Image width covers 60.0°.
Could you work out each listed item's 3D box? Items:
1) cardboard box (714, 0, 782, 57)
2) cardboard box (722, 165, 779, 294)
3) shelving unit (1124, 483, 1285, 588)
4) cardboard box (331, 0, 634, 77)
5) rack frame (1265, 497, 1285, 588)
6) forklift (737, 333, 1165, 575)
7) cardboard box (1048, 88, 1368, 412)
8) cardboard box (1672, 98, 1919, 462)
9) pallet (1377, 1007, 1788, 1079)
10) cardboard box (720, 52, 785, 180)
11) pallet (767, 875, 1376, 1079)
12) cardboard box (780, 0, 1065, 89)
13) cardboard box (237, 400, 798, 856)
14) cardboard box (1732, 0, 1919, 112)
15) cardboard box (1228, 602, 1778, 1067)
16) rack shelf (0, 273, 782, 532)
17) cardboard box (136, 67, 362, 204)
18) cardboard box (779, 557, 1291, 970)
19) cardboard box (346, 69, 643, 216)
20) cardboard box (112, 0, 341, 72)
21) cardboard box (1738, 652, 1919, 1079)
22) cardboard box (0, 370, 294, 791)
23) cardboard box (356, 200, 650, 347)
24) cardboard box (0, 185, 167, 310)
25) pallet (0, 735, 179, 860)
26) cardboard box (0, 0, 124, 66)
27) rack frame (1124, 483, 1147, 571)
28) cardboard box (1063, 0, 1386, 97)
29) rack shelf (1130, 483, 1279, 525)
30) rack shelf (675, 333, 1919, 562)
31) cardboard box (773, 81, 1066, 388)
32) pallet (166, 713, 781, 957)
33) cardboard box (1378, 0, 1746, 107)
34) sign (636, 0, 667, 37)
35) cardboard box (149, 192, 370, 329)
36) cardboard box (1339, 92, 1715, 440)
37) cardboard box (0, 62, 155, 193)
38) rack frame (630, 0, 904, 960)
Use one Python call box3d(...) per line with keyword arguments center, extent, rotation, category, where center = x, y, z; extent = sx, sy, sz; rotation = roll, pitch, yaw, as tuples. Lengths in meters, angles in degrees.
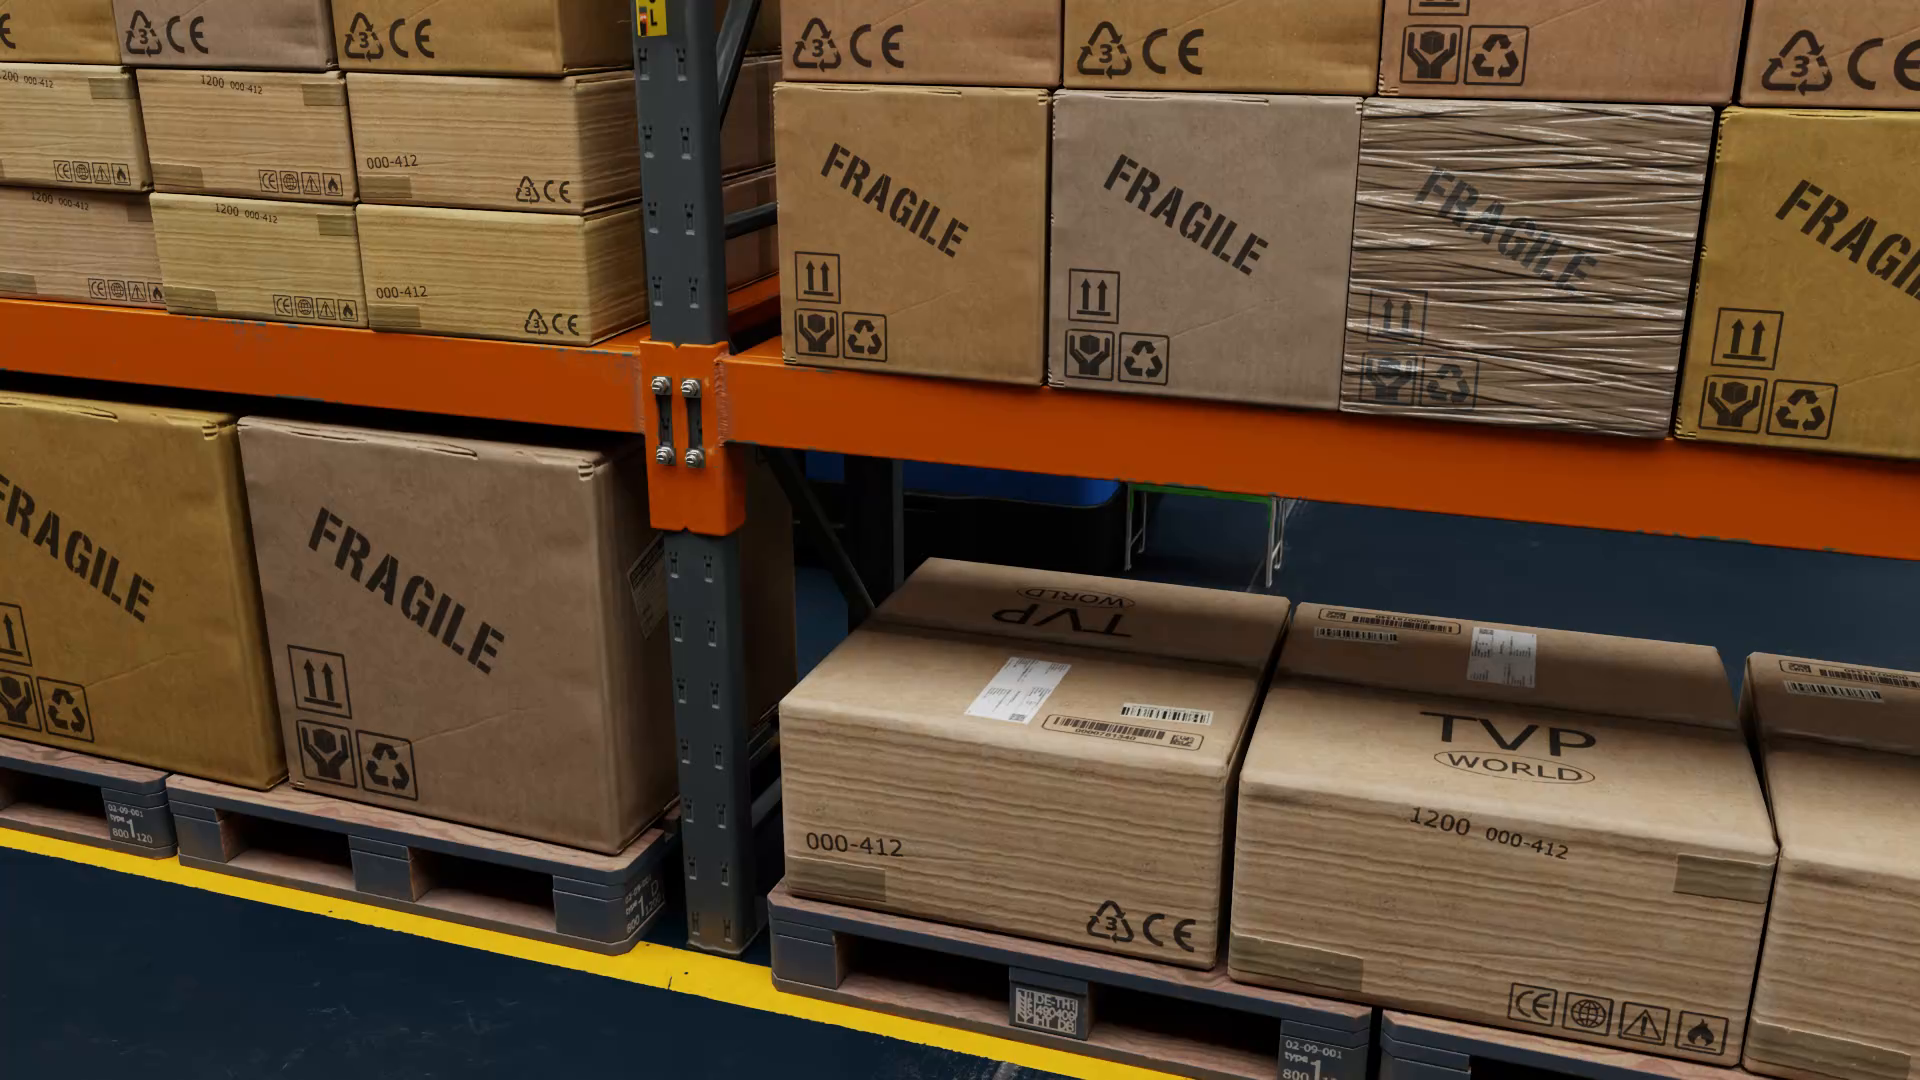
box3d(center=(-0.683, -1.345, 3.706), extent=(0.500, 0.500, 0.500), rotation=(7, 20, 19), category="cardboard box")
box3d(center=(-0.691, -0.747, 3.891), extent=(0.500, 0.250, 0.500), rotation=(6, 20, 17), category="cardboard box")
box3d(center=(0.847, -0.469, 5.600), extent=(0.503, 1.200, 0.258), rotation=(7, 20, 18), category="shelving unit")
box3d(center=(-0.866, -1.178, 3.228), extent=(0.500, 0.500, 0.500), rotation=(7, 20, 20), category="cardboard box")
box3d(center=(1.078, -0.443, 5.524), extent=(0.015, 1.200, 0.240), rotation=(7, 20, 18), category="rack frame")
box3d(center=(-0.792, -1.513, 5.964), extent=(3.031, 2.935, 1.130), rotation=(7, 20, 18), category="forklift")
box3d(center=(0.469, -0.548, 2.939), extent=(0.500, 0.500, 0.500), rotation=(7, 20, 18), category="cardboard box")
box3d(center=(1.424, -0.437, 2.620), extent=(0.500, 0.500, 0.500), rotation=(7, 20, 20), category="cardboard box")
box3d(center=(1.487, 0.866, 3.271), extent=(1.213, 0.211, 1.003), rotation=(7, 20, 18), category="pallet")
box3d(center=(-0.685, -0.989, 3.824), extent=(0.500, 0.250, 0.500), rotation=(6, 20, 16), category="cardboard box")
box3d(center=(0.331, 0.735, 3.648), extent=(1.213, 0.211, 1.003), rotation=(7, 20, 18), category="pallet")
box3d(center=(0.008, -1.081, 2.950), extent=(0.500, 0.500, 0.500), rotation=(7, 20, 18), category="cardboard box")
box3d(center=(-0.974, 0.074, 3.896), extent=(0.875, 0.875, 0.875), rotation=(7, 20, 20), category="cardboard box")
box3d(center=(1.439, -0.910, 2.460), extent=(0.500, 0.500, 0.500), rotation=(6, 20, 18), category="cardboard box")
box3d(center=(1.042, 0.521, 3.280), extent=(0.875, 0.438, 0.875), rotation=(6, 20, 16), category="cardboard box")
box3d(center=(-2.251, -0.565, 4.232), extent=(4.000, 0.370, 1.077), rotation=(7, 20, 18), category="rack shelf")
box3d(center=(-1.333, -0.877, 3.505), extent=(0.500, 0.250, 0.500), rotation=(7, 20, 19), category="cardboard box")
box3d(center=(0.196, 0.424, 3.556), extent=(0.875, 0.438, 0.875), rotation=(6, 20, 17), category="cardboard box")
box3d(center=(-0.858, -0.826, 3.356), extent=(0.500, 0.250, 0.500), rotation=(7, 20, 18), category="cardboard box")
box3d(center=(-1.358, -1.232, 3.381), extent=(0.500, 0.500, 0.500), rotation=(7, 20, 19), category="cardboard box")
box3d(center=(1.893, 0.619, 2.999), extent=(0.875, 0.438, 0.875), rotation=(7, 20, 20), category="cardboard box")
box3d(center=(-1.830, -0.021, 4.169), extent=(0.875, 0.875, 0.875), rotation=(7, 20, 20), category="cardboard box")
box3d(center=(-0.868, -0.588, 3.433), extent=(0.500, 0.250, 0.500), rotation=(6, 20, 17), category="cardboard box")
box3d(center=(-1.820, -0.704, 3.765), extent=(0.500, 0.250, 0.500), rotation=(6, 20, 17), category="cardboard box")
box3d(center=(-2.272, 0.437, 4.501), extent=(1.213, 0.211, 1.003), rotation=(7, 20, 18), category="pallet")
box3d(center=(-1.830, -1.292, 3.556), extent=(0.500, 0.500, 0.500), rotation=(7, 20, 20), category="cardboard box")
box3d(center=(0.617, -0.496, 5.676), extent=(0.015, 1.200, 0.240), rotation=(7, 20, 18), category="rack frame")
box3d(center=(0.483, -1.025, 2.787), extent=(0.500, 0.500, 0.500), rotation=(6, 20, 17), category="cardboard box")
box3d(center=(0.847, -0.182, 5.700), extent=(0.480, 0.148, 0.258), rotation=(7, 20, 18), category="rack shelf")
box3d(center=(1.527, -0.133, 2.993), extent=(4.000, 0.370, 1.077), rotation=(7, 20, 18), category="rack shelf")
box3d(center=(-0.005, -0.604, 3.099), extent=(0.500, 0.500, 0.500), rotation=(7, 20, 20), category="cardboard box")
box3d(center=(-1.116, 0.568, 4.125), extent=(1.213, 0.211, 1.003), rotation=(7, 20, 18), category="pallet")
box3d(center=(0.964, -0.966, 2.619), extent=(0.500, 0.500, 0.500), rotation=(7, 20, 19), category="cardboard box")
box3d(center=(-0.531, -1.028, 2.830), extent=(0.005, 0.325, 0.100), rotation=(7, 20, 18), category="sign")
box3d(center=(-1.349, -0.643, 3.592), extent=(0.500, 0.250, 0.500), rotation=(6, 20, 17), category="cardboard box")
box3d(center=(0.937, -0.492, 2.779), extent=(0.500, 0.500, 0.500), rotation=(7, 20, 18), category="cardboard box")
box3d(center=(-1.824, -0.932, 3.660), extent=(0.500, 0.250, 0.500), rotation=(7, 20, 19), category="cardboard box")
box3d(center=(-0.362, -0.688, 3.494), extent=(0.127, 3.000, 1.000), rotation=(7, 20, 18), category="rack frame")
